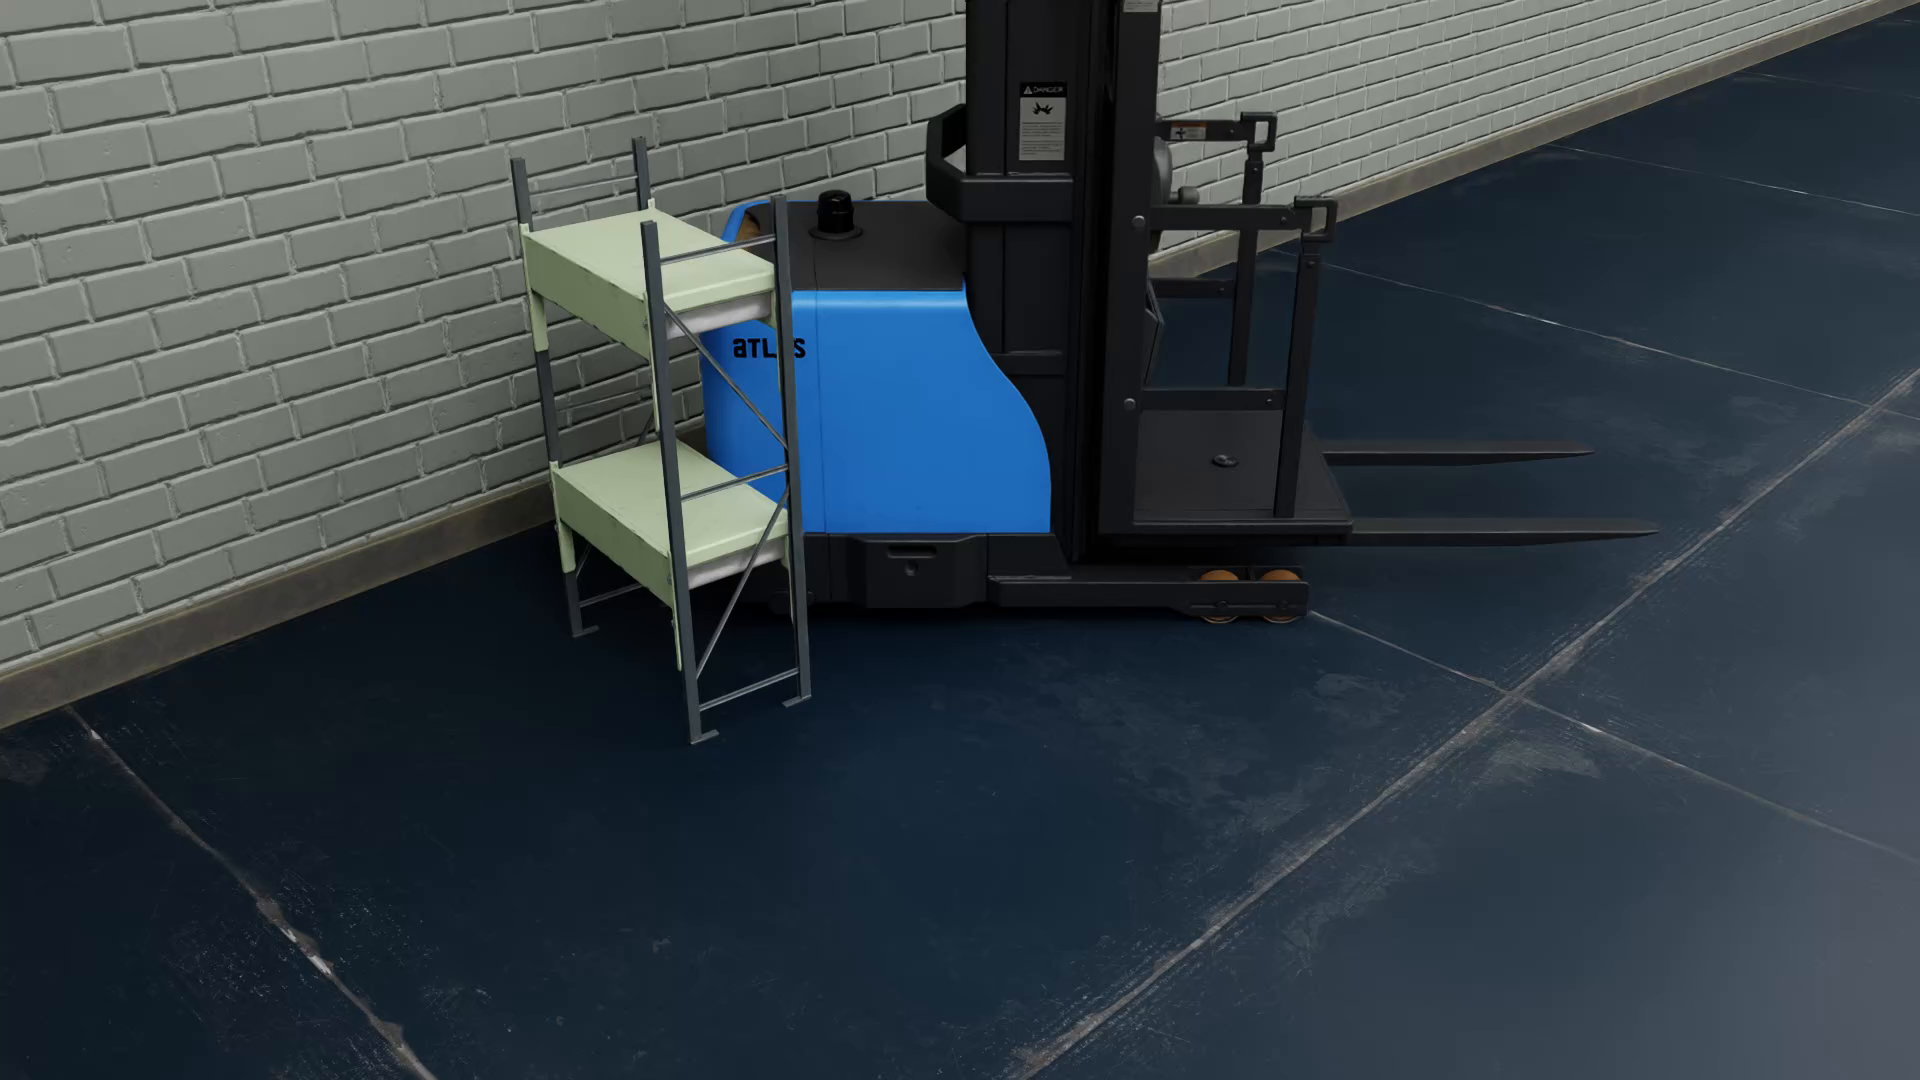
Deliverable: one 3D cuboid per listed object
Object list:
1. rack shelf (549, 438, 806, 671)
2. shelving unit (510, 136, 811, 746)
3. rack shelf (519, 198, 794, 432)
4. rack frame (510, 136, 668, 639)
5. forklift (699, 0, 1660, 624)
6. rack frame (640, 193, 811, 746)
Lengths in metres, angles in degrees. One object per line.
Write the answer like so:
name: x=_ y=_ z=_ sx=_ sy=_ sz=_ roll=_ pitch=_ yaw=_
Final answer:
rack shelf: x=-0.825 y=0.006 z=4.828 sx=0.431 sy=0.370 sz=0.720 roll=-20 pitch=34 yaw=-33
shelving unit: x=-0.825 y=-0.283 z=4.676 sx=0.431 sy=1.500 sz=0.755 roll=-20 pitch=34 yaw=-33
rack shelf: x=-0.825 y=-0.628 z=4.494 sx=0.431 sy=0.370 sz=0.720 roll=-20 pitch=34 yaw=-33
rack frame: x=-1.049 y=-0.417 z=4.931 sx=0.400 sy=1.500 sz=0.023 roll=-20 pitch=34 yaw=-33
forklift: x=0.729 y=-1.281 z=5.038 sx=3.031 sy=2.935 sz=1.130 roll=0 pitch=28 yaw=0
rack frame: x=-0.600 y=-0.148 z=4.420 sx=0.400 sy=1.500 sz=0.023 roll=-20 pitch=34 yaw=-33
